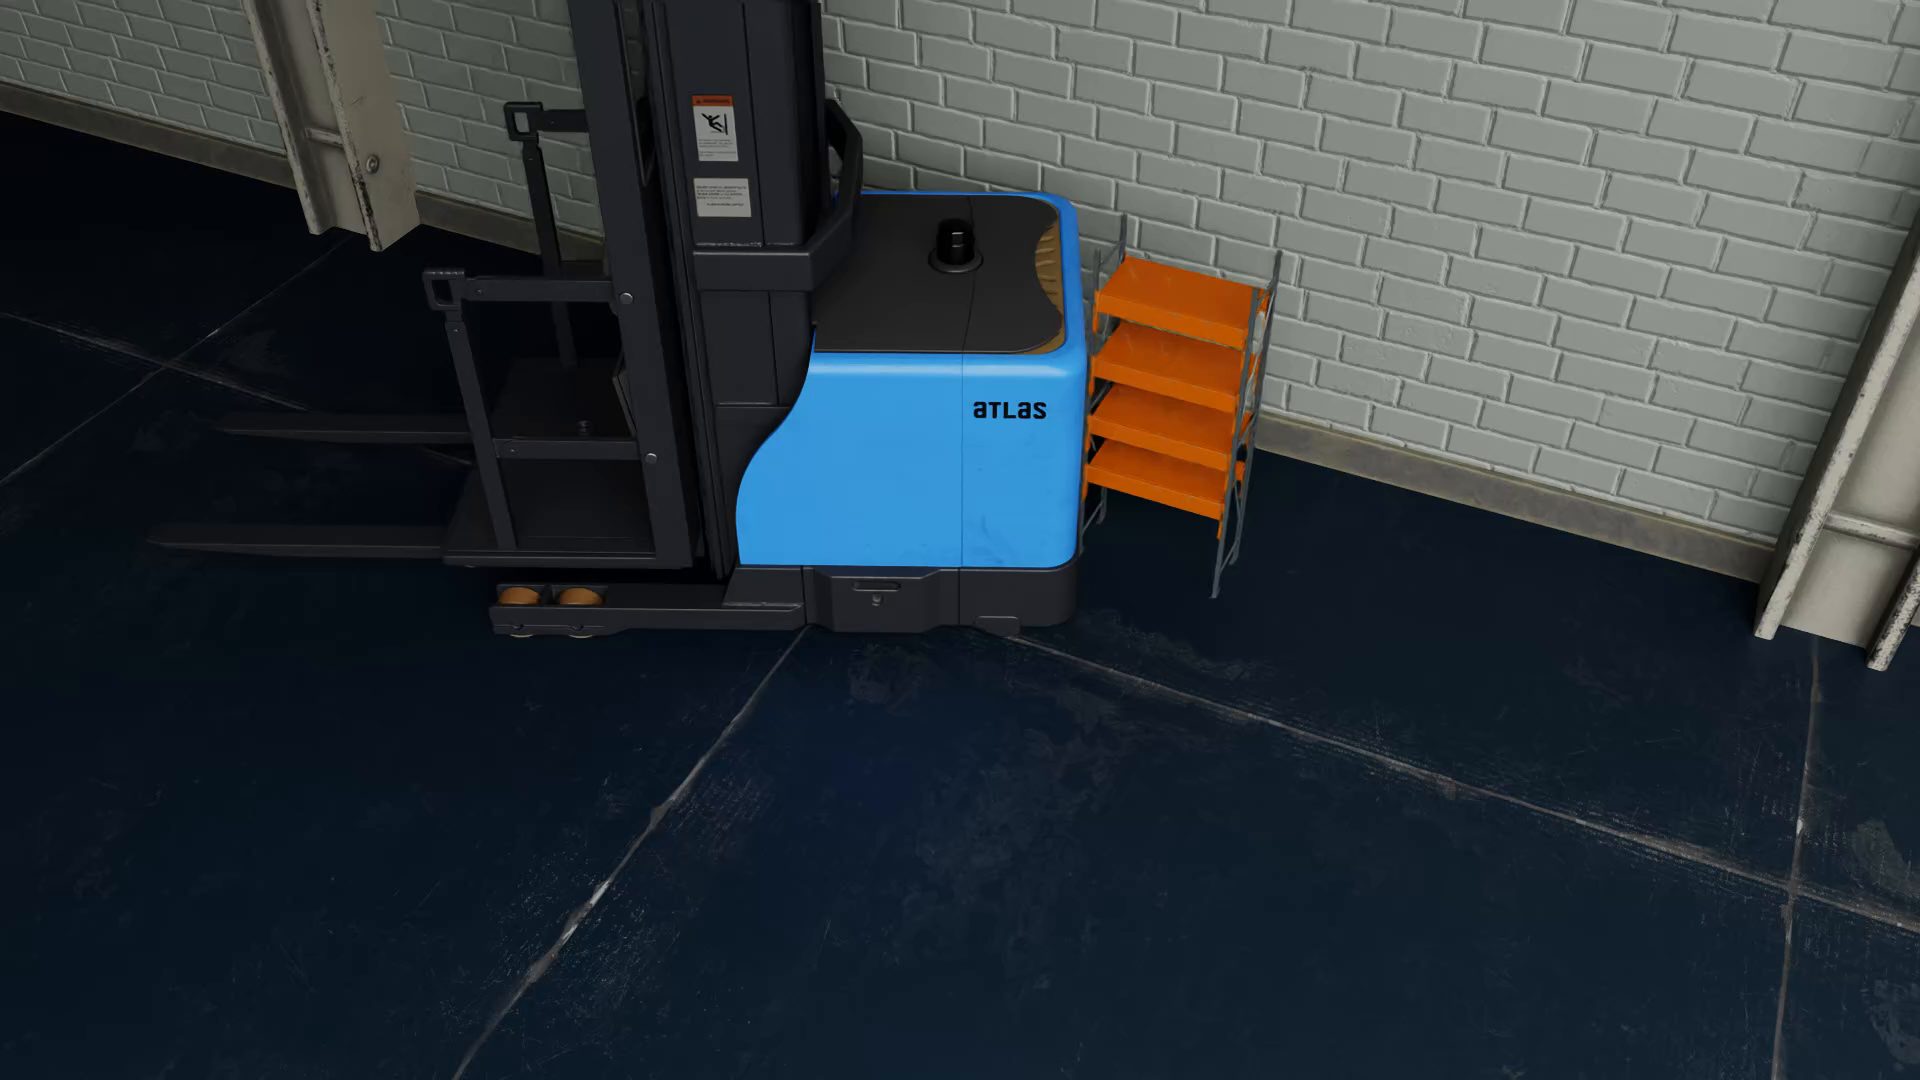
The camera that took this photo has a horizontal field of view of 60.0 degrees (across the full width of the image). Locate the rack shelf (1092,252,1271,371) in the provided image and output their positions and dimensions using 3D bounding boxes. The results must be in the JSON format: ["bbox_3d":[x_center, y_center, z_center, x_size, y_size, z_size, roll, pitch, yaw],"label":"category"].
[{"bbox_3d":[0.673,-0.696,5.037,0.480,0.148,0.258,17,44,19],"label":"rack shelf"}]

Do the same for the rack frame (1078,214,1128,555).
[{"bbox_3d":[0.453,-0.468,5.374,0.015,1.200,0.240,17,44,19],"label":"rack frame"}]

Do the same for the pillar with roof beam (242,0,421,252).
[{"bbox_3d":[-4.440,-2.235,1.458,0.400,9.000,9.100,17,44,19],"label":"pillar with roof beam"}]

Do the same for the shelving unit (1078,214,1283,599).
[{"bbox_3d":[0.673,-0.399,5.295,0.503,1.200,0.258,17,44,19],"label":"shelving unit"}]

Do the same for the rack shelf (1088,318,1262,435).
[{"bbox_3d":[0.673,-0.518,5.192,0.480,0.148,0.258,17,44,19],"label":"rack shelf"}]

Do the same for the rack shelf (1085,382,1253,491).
[{"bbox_3d":[0.673,-0.348,5.339,0.480,0.148,0.258,17,44,19],"label":"rack shelf"}]

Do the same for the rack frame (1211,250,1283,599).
[{"bbox_3d":[0.893,-0.330,5.215,0.015,1.200,0.240,17,44,19],"label":"rack frame"}]

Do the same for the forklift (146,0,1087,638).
[{"bbox_3d":[-1.130,-1.136,4.823,3.031,2.935,1.130,1,41,1],"label":"forklift"}]

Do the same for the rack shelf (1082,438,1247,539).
[{"bbox_3d":[0.673,-0.198,5.469,0.480,0.148,0.258,17,44,19],"label":"rack shelf"}]
